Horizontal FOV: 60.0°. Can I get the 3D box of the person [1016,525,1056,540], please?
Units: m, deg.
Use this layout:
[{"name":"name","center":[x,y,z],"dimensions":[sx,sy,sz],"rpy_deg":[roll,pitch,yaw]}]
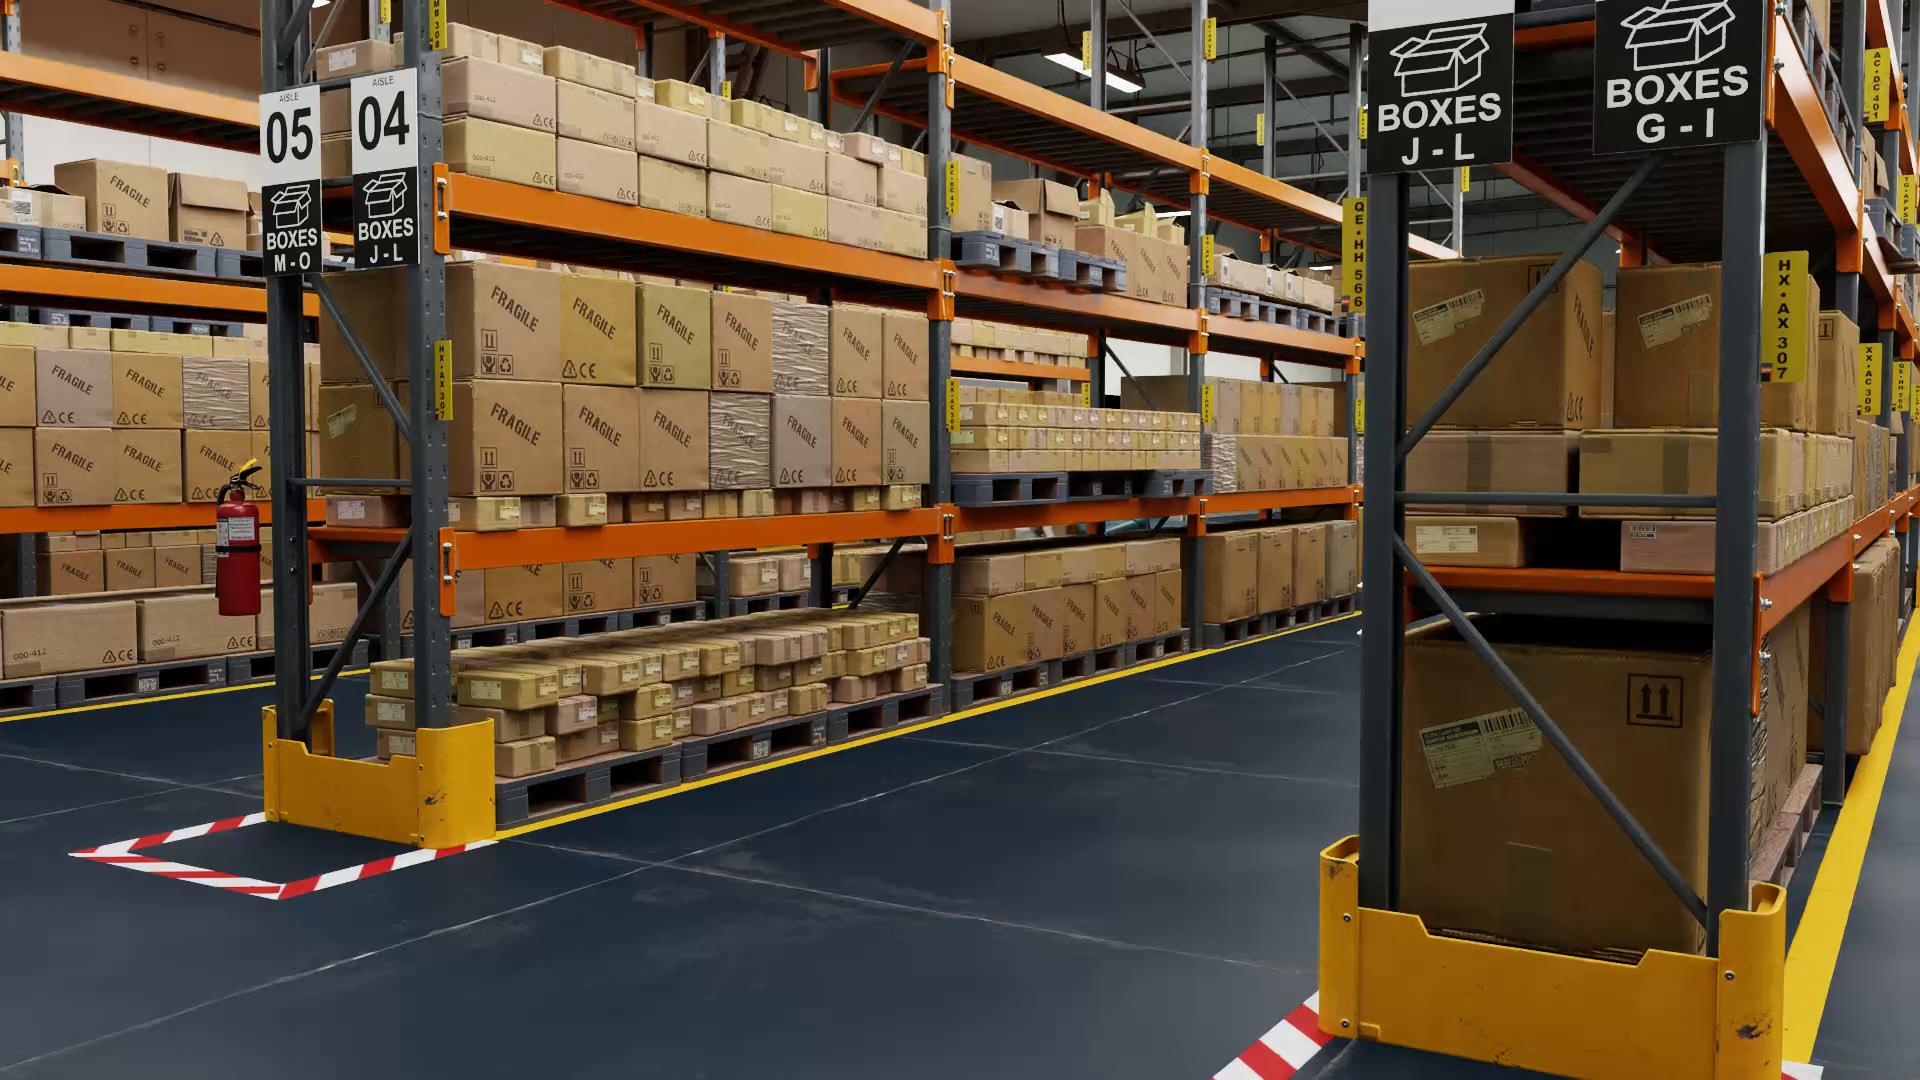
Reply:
[{"name":"person","center":[0.830,-0.039,16.677],"dimensions":[0.551,1.640,0.416],"rpy_deg":[2,3,30]}]
